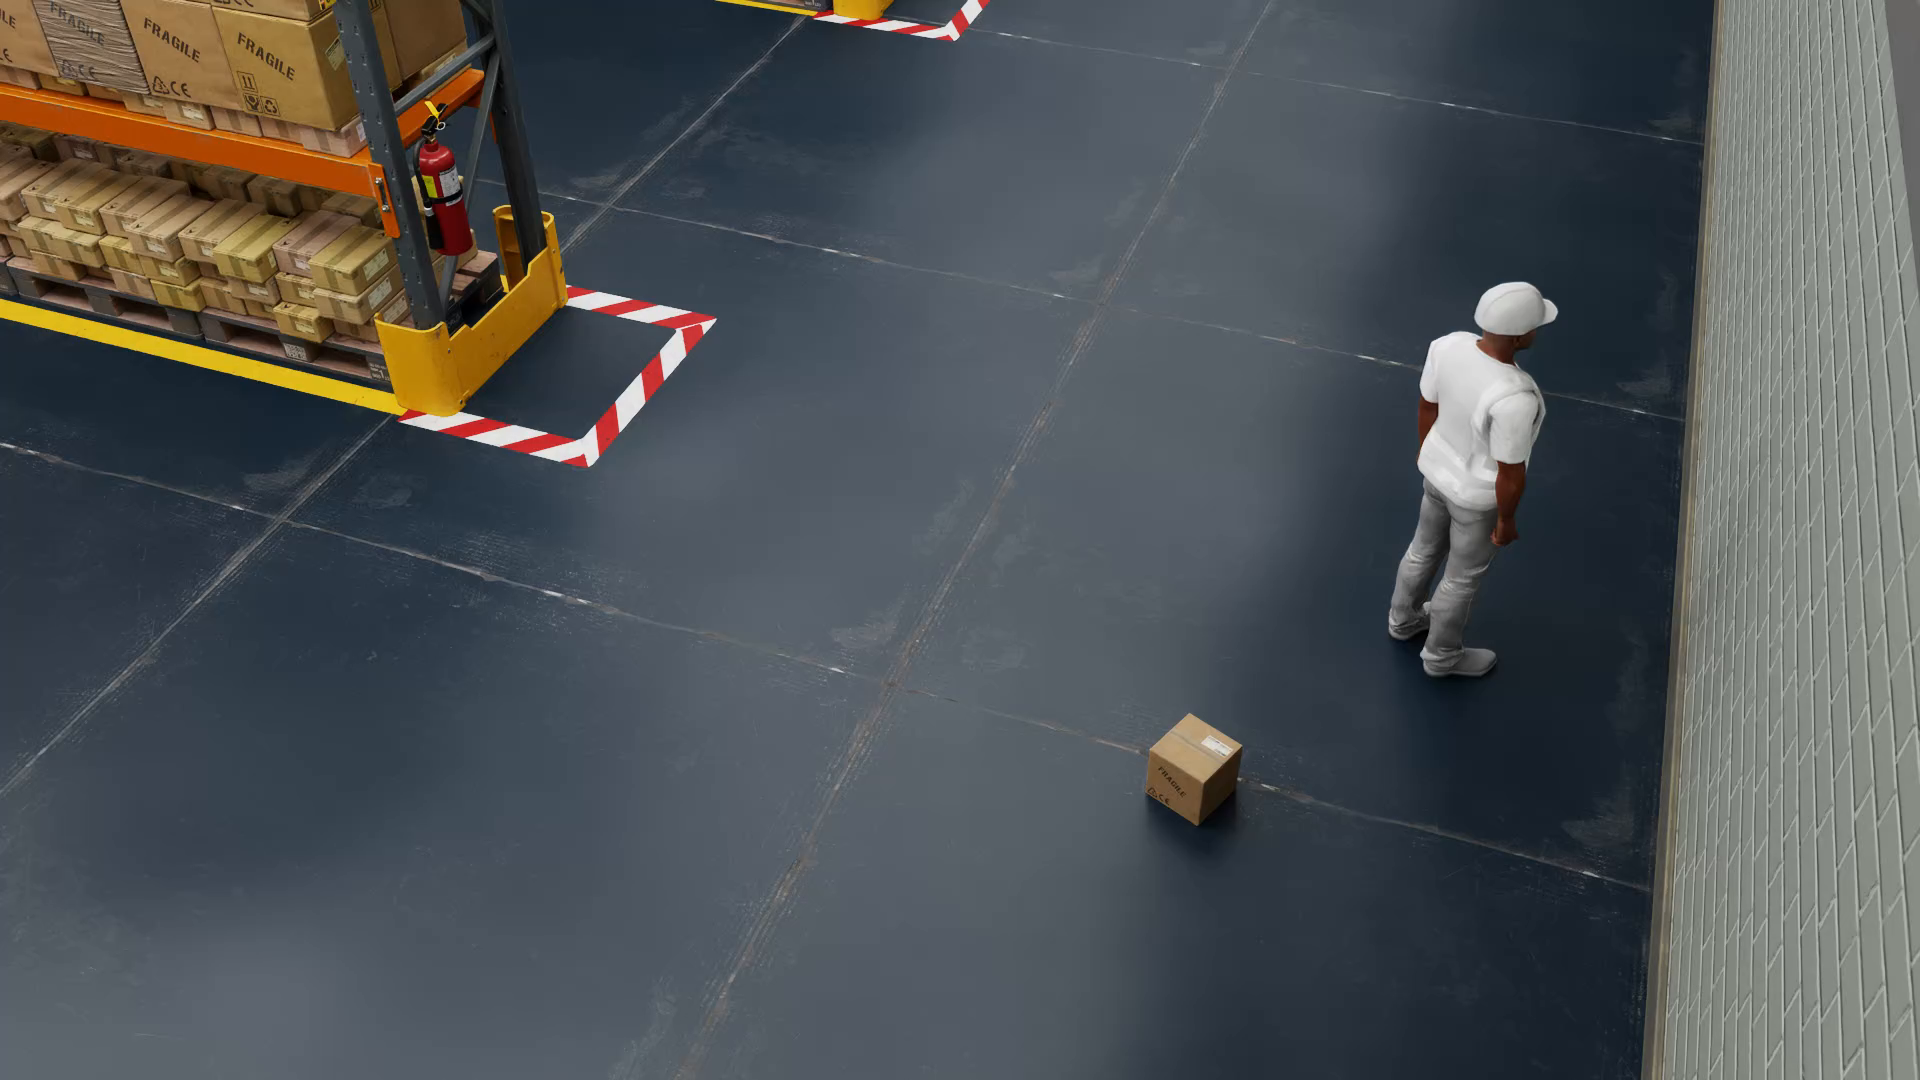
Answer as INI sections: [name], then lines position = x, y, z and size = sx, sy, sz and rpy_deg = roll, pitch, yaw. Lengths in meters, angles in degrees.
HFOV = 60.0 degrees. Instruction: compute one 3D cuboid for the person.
[person]
position = 1.970, -0.232, 6.401
size = 0.363, 1.771, 0.566
rpy_deg = -16, 44, -17
